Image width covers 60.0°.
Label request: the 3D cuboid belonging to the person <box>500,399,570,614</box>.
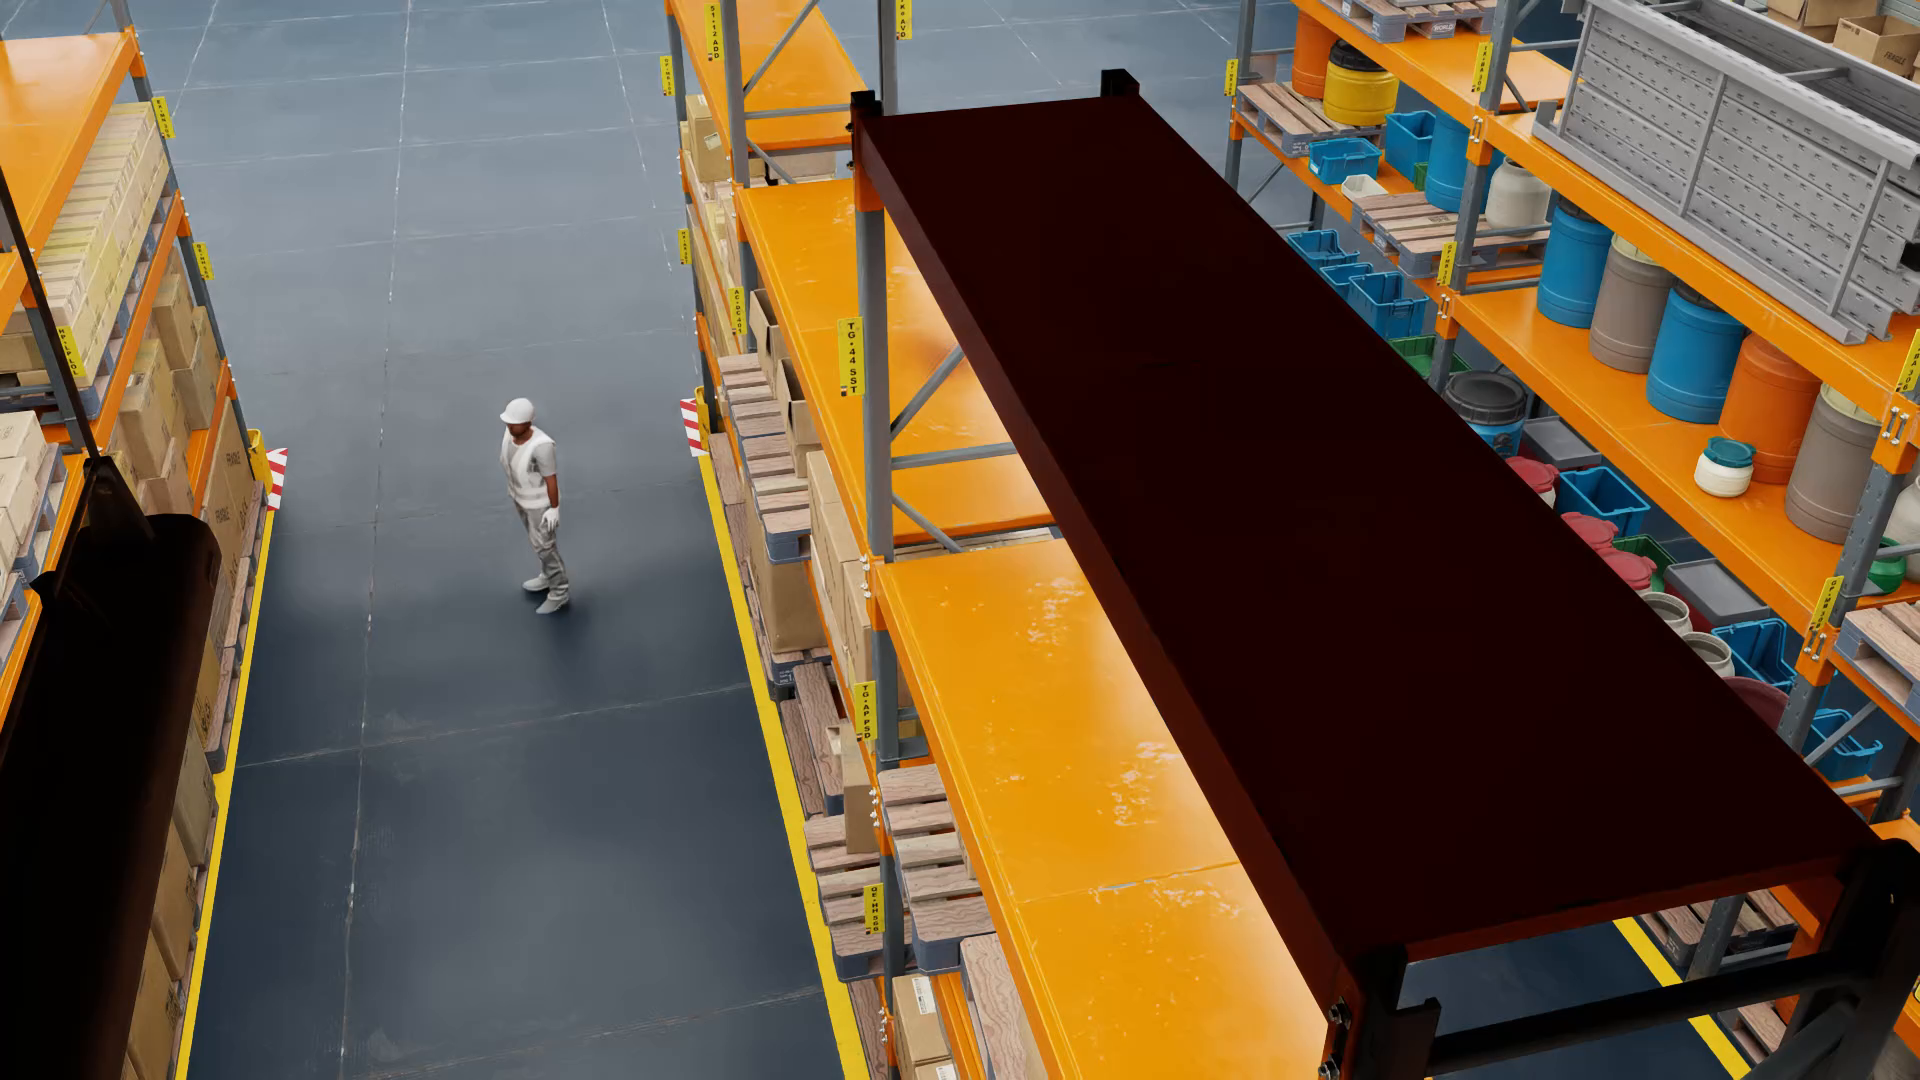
[{"bbox_3d":[-3.356,-0.301,12.994,0.420,1.828,0.621,-25,42,-32],"label":"person"}]
